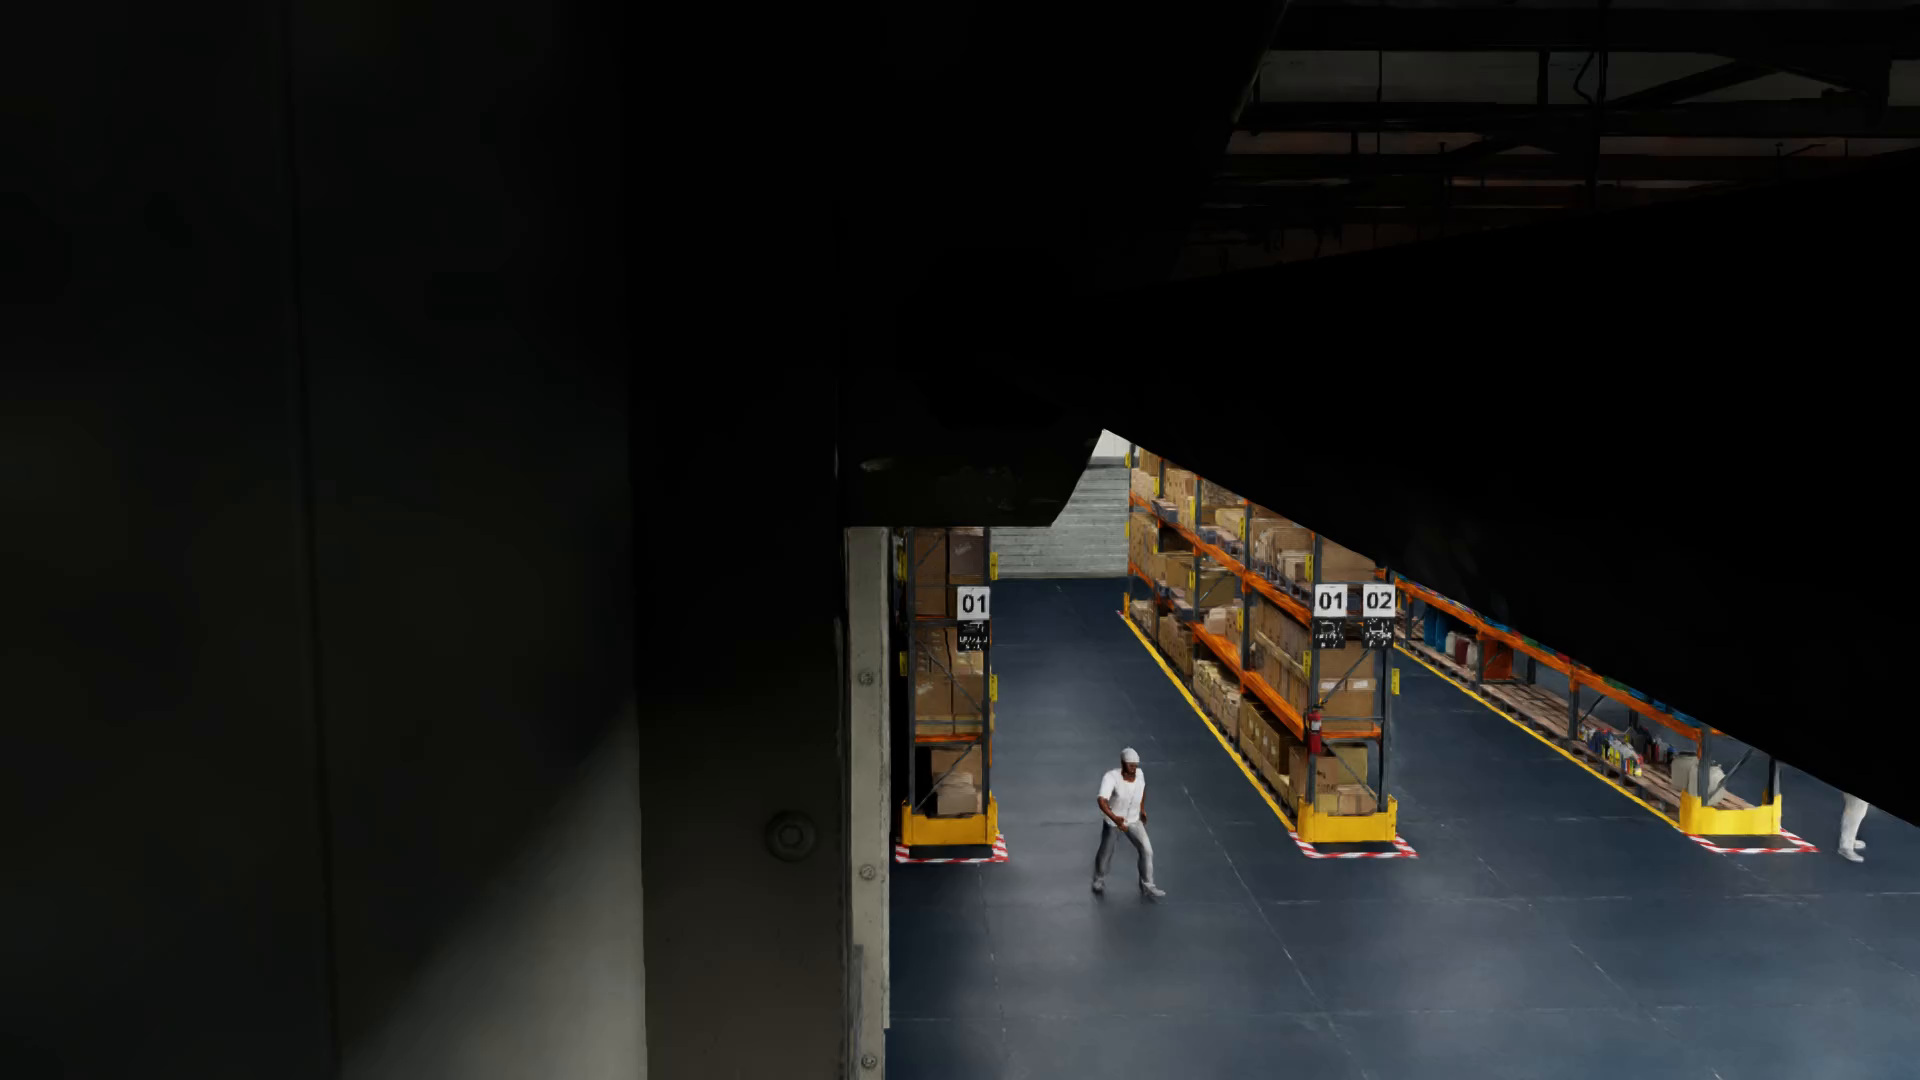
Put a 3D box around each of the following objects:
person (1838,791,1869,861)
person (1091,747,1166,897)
[{"bbox_3d":[10.776,2.897,19.939,0.417,1.759,0.708,2,7,13],"label":"person"},{"bbox_3d":[1.820,3.114,18.538,0.713,1.698,0.809,-3,8,-20],"label":"person"}]
